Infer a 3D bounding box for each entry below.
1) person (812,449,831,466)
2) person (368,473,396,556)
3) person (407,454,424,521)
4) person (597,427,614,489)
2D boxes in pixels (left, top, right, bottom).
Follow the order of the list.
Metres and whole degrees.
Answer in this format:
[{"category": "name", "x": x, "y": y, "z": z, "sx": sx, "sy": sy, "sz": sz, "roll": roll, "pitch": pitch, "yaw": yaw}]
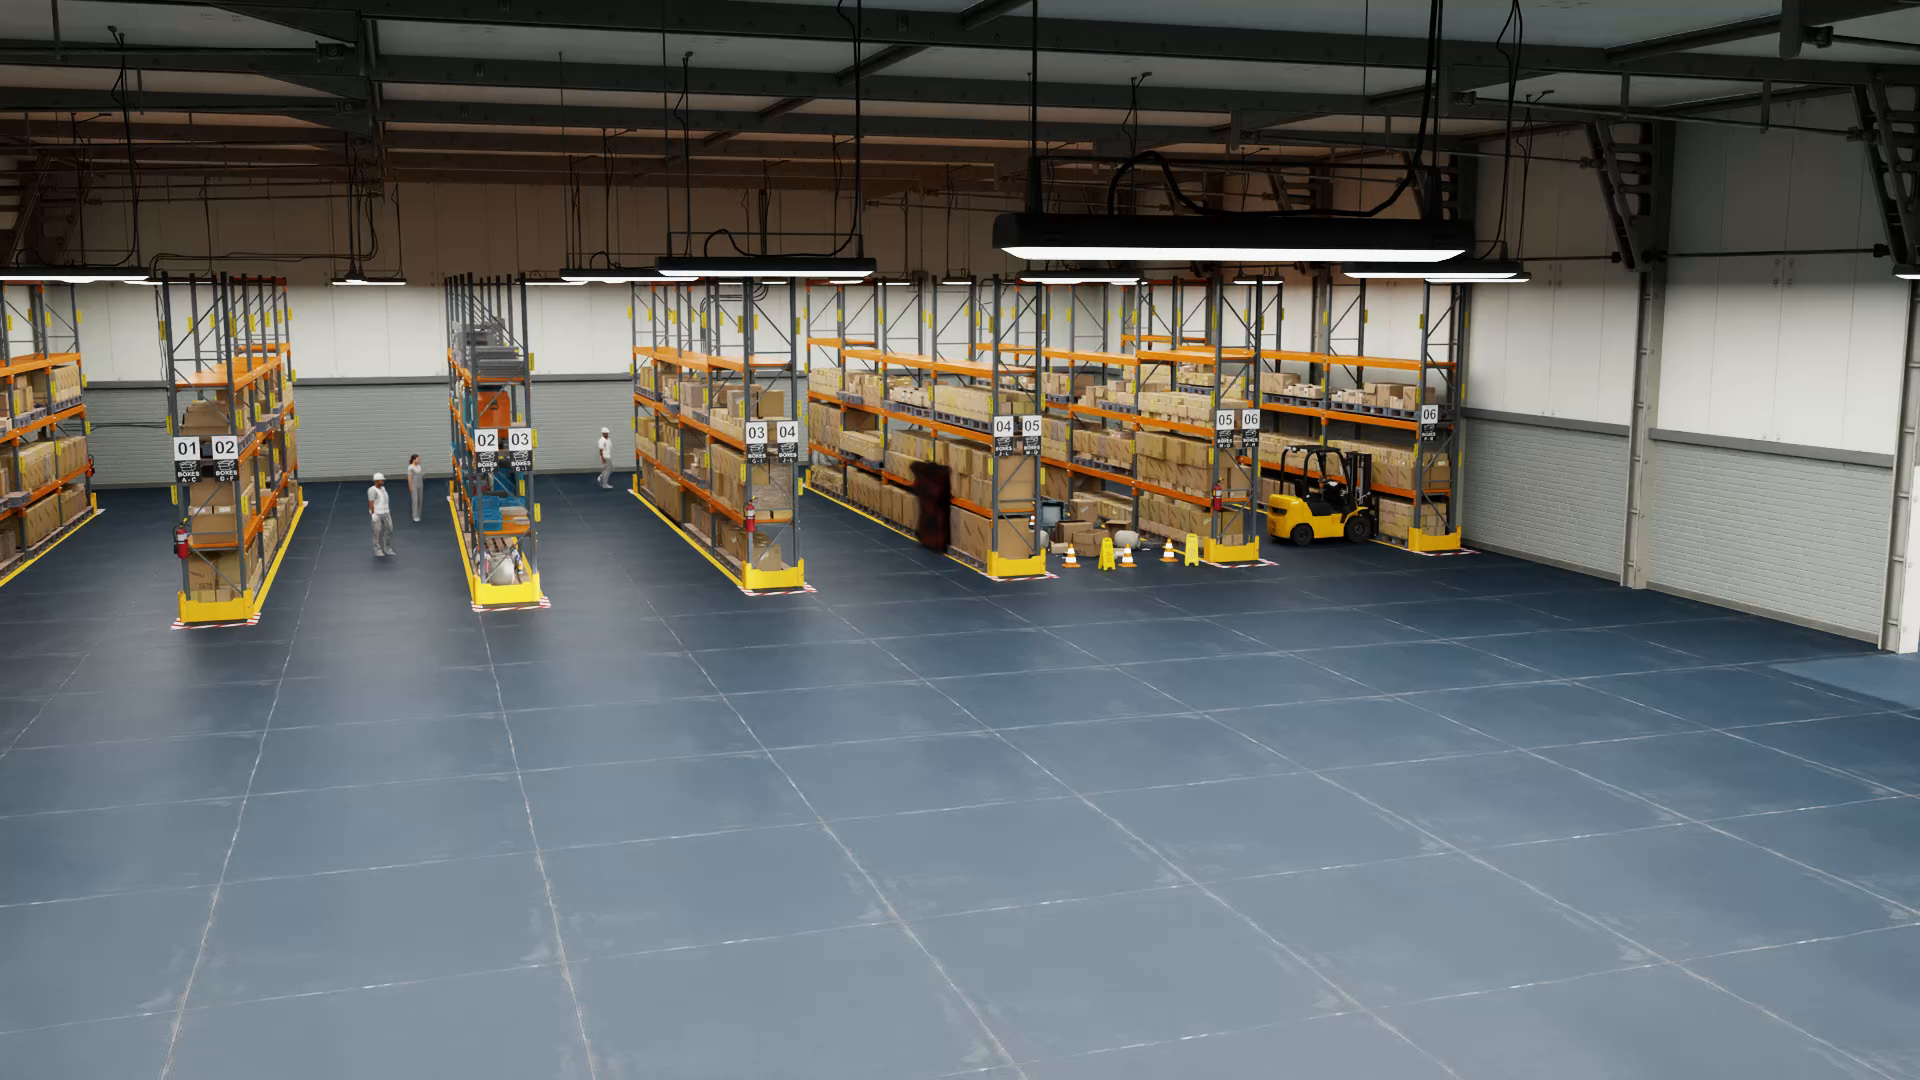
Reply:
[{"category": "person", "x": -4.215, "y": -2.740, "z": 50.331, "sx": 0.566, "sy": 1.730, "sz": 0.689, "roll": 6, "pitch": 10, "yaw": 34}, {"category": "person", "x": -12.492, "y": -0.528, "z": 35.811, "sx": 0.463, "sy": 1.830, "sz": 0.624, "roll": 5, "pitch": 10, "yaw": 30}, {"category": "person", "x": -13.493, "y": -1.311, "z": 41.291, "sx": 0.438, "sy": 1.659, "sz": 0.578, "roll": -8, "pitch": 12, "yaw": -44}, {"category": "person", "x": -10.181, "y": -2.354, "z": 47.710, "sx": 0.499, "sy": 1.756, "sz": 0.610, "roll": -3, "pitch": 9, "yaw": -18}]
